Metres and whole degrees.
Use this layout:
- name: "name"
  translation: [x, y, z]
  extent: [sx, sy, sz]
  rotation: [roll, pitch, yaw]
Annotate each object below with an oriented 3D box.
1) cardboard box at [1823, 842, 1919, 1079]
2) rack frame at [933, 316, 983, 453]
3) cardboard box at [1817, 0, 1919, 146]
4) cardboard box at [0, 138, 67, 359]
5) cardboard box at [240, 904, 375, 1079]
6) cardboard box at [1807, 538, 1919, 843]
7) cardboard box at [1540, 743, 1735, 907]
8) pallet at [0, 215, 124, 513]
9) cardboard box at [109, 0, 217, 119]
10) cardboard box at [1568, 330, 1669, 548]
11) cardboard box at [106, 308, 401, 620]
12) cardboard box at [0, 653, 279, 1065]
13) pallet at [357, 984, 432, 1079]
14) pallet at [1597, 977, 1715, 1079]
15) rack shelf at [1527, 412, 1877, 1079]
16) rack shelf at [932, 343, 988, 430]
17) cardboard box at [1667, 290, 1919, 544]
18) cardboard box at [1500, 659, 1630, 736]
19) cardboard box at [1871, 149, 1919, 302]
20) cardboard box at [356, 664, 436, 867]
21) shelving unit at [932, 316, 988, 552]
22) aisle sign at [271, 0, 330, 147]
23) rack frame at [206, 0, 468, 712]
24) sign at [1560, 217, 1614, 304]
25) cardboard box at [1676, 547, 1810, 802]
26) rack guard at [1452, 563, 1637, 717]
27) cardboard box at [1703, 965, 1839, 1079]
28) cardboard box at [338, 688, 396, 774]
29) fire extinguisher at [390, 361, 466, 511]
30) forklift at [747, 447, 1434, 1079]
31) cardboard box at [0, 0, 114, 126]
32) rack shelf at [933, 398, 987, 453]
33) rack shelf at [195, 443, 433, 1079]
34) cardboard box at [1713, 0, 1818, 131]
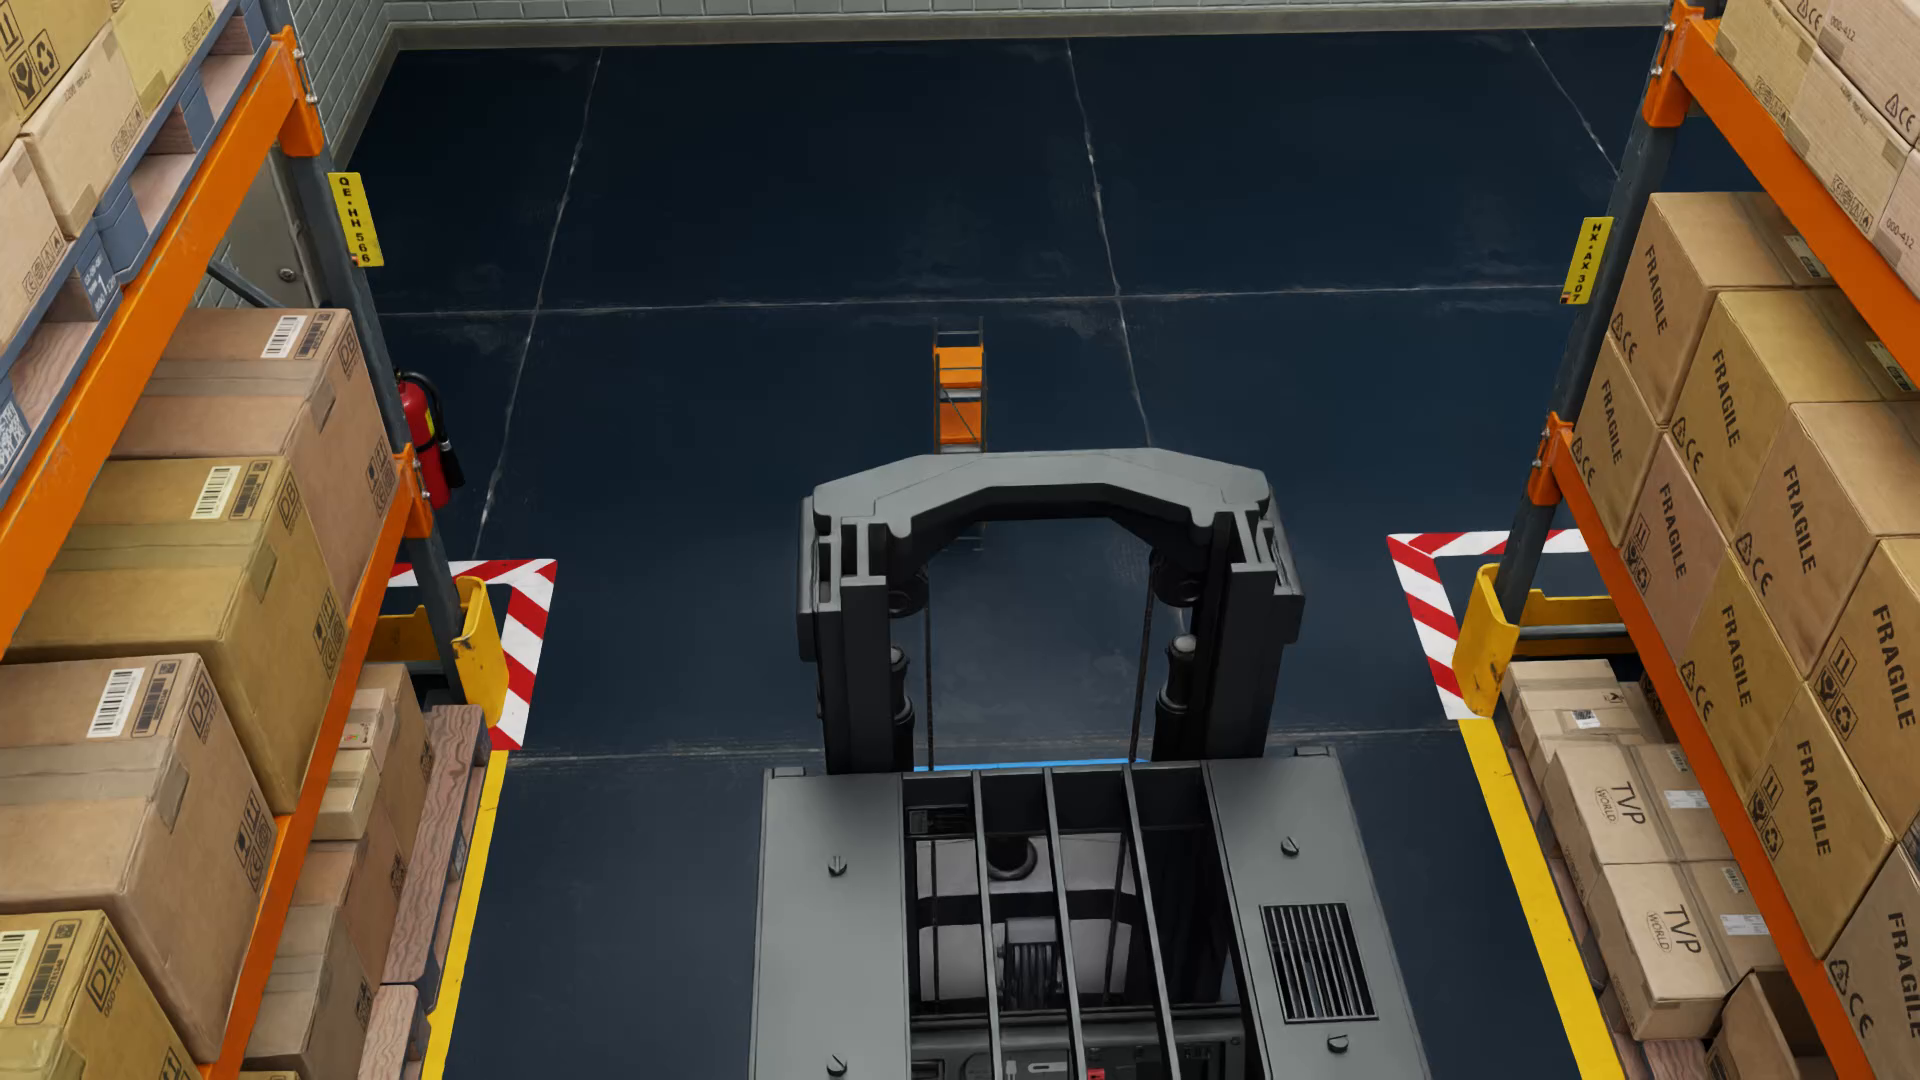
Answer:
- name: "cardboard box"
  translation: [2.413, 1.042, 3.819]
  extent: [0.500, 0.500, 0.500]
  rotation: [-1, 43, -1]
- name: "rack frame"
  translation: [-0.007, -0.506, 7.025]
  extent: [0.200, 1.050, 0.008]
  rotation: [-2, 43, -2]
- name: "cardboard box"
  translation: [2.344, -1.139, 3.794]
  extent: [0.500, 0.250, 0.500]
  rotation: [-2, 43, -2]
- name: "cardboard box"
  translation: [-2.035, -0.504, 3.087]
  extent: [0.500, 0.250, 0.500]
  rotation: [-3, 43, -3]
- name: "cardboard box"
  translation: [-2.208, 1.462, 4.974]
  extent: [0.700, 0.500, 0.500]
  rotation: [-3, 43, -3]
- name: "cardboard box"
  translation: [2.392, 0.339, 3.846]
  extent: [0.500, 0.500, 0.500]
  rotation: [-2, 43, -2]
- name: "cardboard box"
  translation: [2.329, 0.968, 5.683]
  extent: [0.500, 0.250, 0.500]
  rotation: [-2, 43, -2]
- name: "pallet"
  translation: [-2.285, -0.199, 3.092]
  extent: [1.003, 0.211, 1.213]
  rotation: [-2, 43, -2]
- name: "cardboard box"
  translation: [-2.085, -1.207, 3.853]
  extent: [0.500, 0.250, 0.500]
  rotation: [0, 43, 0]
- name: "cardboard box"
  translation: [2.323, -0.326, 5.312]
  extent: [0.500, 0.500, 0.500]
  rotation: [-1, 43, -1]
- name: "cardboard box"
  translation: [-2.350, -0.218, 5.046]
  extent: [0.980, 0.700, 0.700]
  rotation: [0, 43, 0]
- name: "cardboard box"
  translation: [-2.285, 0.788, 3.949]
  extent: [0.980, 0.700, 0.700]
  rotation: [-4, 43, -4]
- name: "pallet"
  translation: [-2.220, 1.936, 4.982]
  extent: [1.003, 0.211, 1.213]
  rotation: [-2, 43, -2]
- name: "pallet"
  translation: [2.654, 1.843, 5.083]
  extent: [1.003, 0.211, 1.213]
  rotation: [-2, 43, -2]
- name: "rack shelf"
  translation: [2.653, 1.019, 4.451]
  extent: [1.077, 0.370, 4.000]
  rotation: [-2, 43, -2]
- name: "rack shelf"
  translation: [-0.002, -0.625, 6.750]
  extent: [0.215, 0.259, 0.240]
  rotation: [-2, 43, -2]
- name: "cardboard box"
  translation: [2.353, -0.342, 4.589]
  extent: [0.500, 0.500, 0.500]
  rotation: [-1, 43, -1]
- name: "cardboard box"
  translation: [2.242, 0.585, 6.176]
  extent: [0.380, 0.149, 0.250]
  rotation: [-2, 43, -2]
- name: "cardboard box"
  translation: [2.367, -0.617, 3.595]
  extent: [0.500, 0.250, 0.500]
  rotation: [-2, 43, -2]
- name: "cardboard box"
  translation: [-2.252, 0.785, 5.713]
  extent: [0.700, 0.500, 0.500]
  rotation: [-2, 43, -2]
- name: "shelving unit"
  translation: [-0.002, -0.423, 6.935]
  extent: [0.215, 1.050, 0.252]
  rotation: [-2, 43, -2]
- name: "aisle sign"
  translation: [-2.085, -1.467, 4.707]
  extent: [0.394, 0.787, 0.004]
  rotation: [-2, 43, -2]
- name: "rack frame"
  translation: [-2.381, -0.452, 5.523]
  extent: [1.000, 3.000, 0.127]
  rotation: [-2, 43, -2]
- name: "sign"
  translation: [2.026, -0.900, 5.371]
  extent: [0.100, 0.325, 0.005]
  rotation: [-2, 43, -2]
- name: "cardboard box"
  translation: [2.369, 0.361, 4.562]
  extent: [0.500, 0.500, 0.500]
  rotation: [-2, 43, -2]
- name: "rack guard"
  translation: [2.571, 0.377, 6.469]
  extent: [1.175, 0.500, 0.348]
  rotation: [-2, 43, -2]
- name: "cardboard box"
  translation: [2.653, 1.594, 4.813]
  extent: [0.797, 0.503, 0.637]
  rotation: [-2, 43, -2]
- name: "cardboard box"
  translation: [-2.064, 0.627, 5.405]
  extent: [0.380, 0.149, 0.250]
  rotation: [-2, 43, -2]
- name: "fire extinguisher"
  translation: [-1.927, -0.401, 5.800]
  extent: [0.296, 0.674, 0.183]
  rotation: [-2, 43, -2]
- name: "forklift"
  translation: [0.188, 1.369, 3.587]
  extent: [1.130, 2.935, 3.031]
  rotation: [-2, 43, -2]
- name: "cardboard box"
  translation: [-2.067, -1.146, 3.231]
  extent: [0.500, 0.500, 0.500]
  rotation: [0, 43, -1]
- name: "rack shelf"
  translation: [-0.002, -0.415, 6.942]
  extent: [0.215, 0.259, 0.240]
  rotation: [-2, 43, -2]
- name: "rack shelf"
  translation: [-2.296, 1.164, 4.293]
  extent: [1.077, 0.370, 4.000]
  rotation: [-2, 43, -2]
- name: "cardboard box"
  translation: [2.335, -1.293, 4.331]
  extent: [0.500, 0.250, 0.500]
  rotation: [-2, 43, -2]
